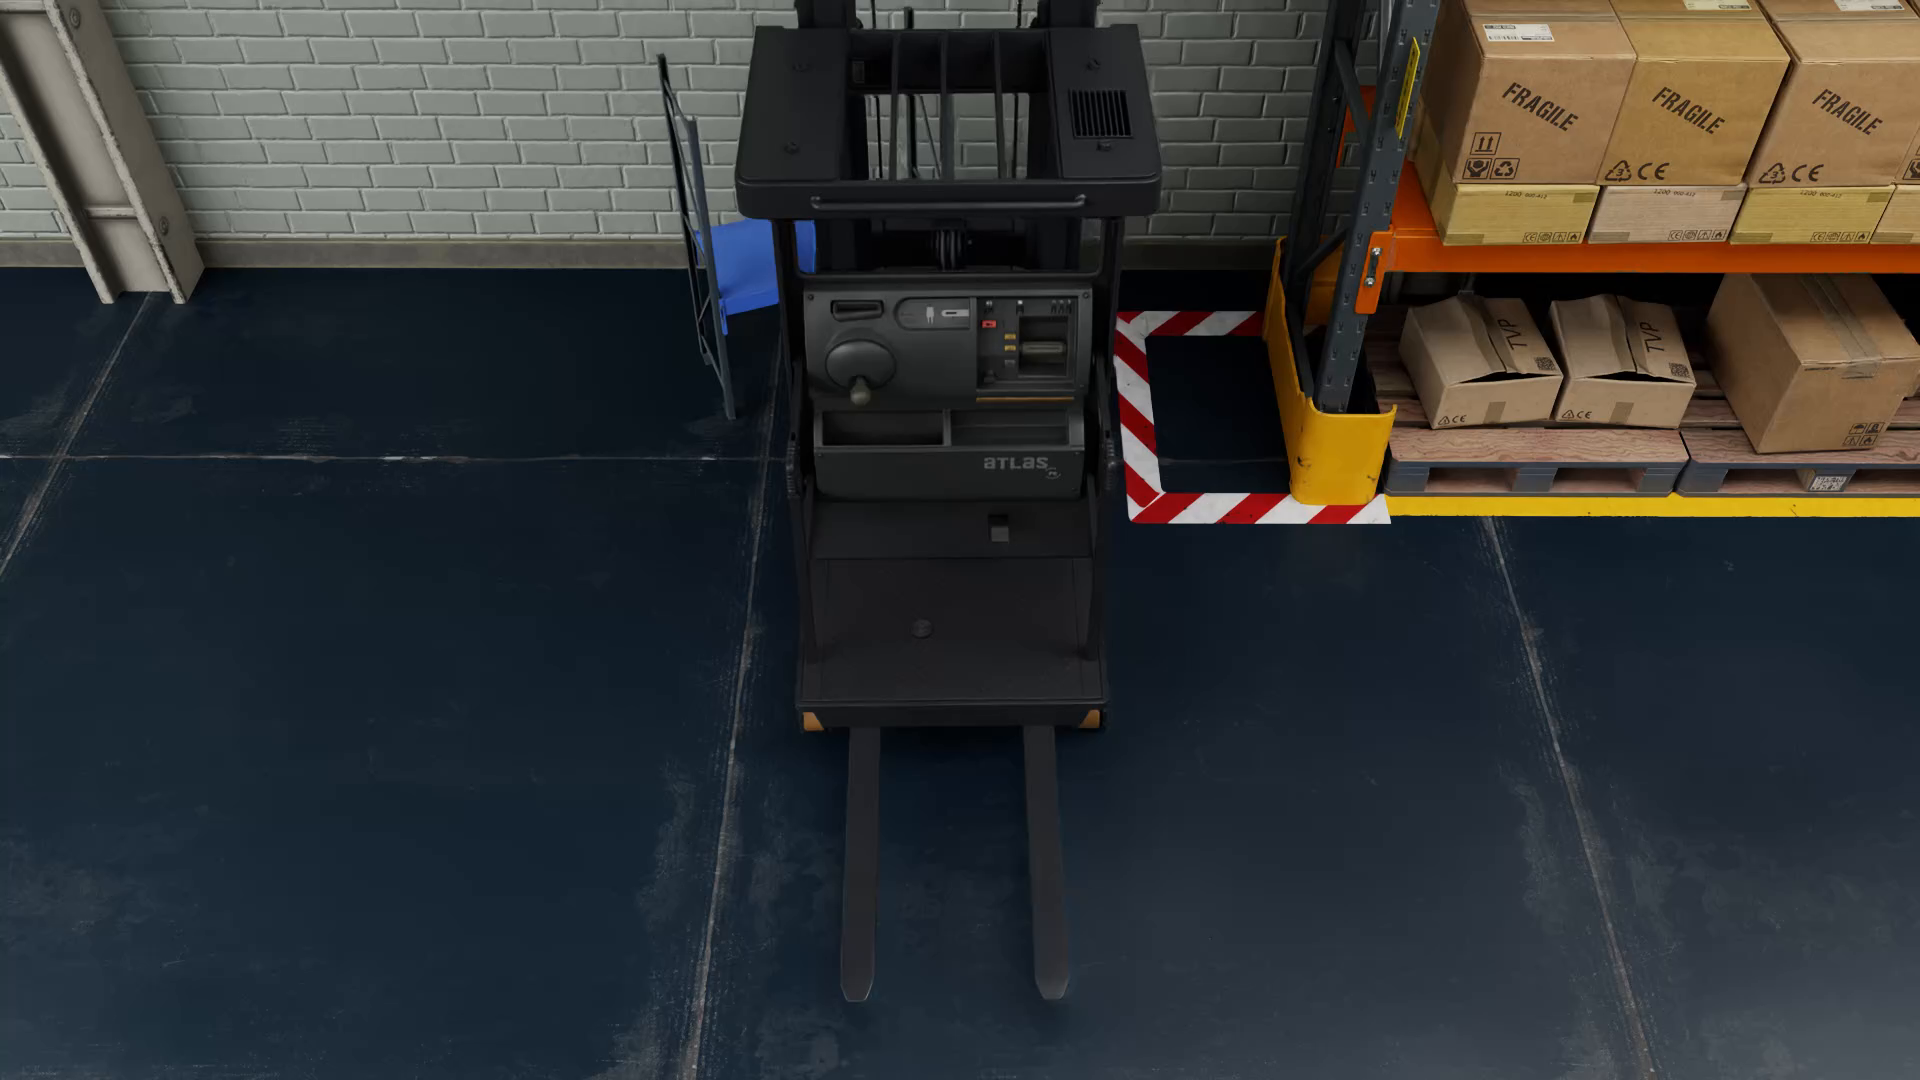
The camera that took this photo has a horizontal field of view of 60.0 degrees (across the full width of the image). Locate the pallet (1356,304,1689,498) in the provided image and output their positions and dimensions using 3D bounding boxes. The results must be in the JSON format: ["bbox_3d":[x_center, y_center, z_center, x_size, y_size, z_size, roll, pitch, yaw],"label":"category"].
[{"bbox_3d":[2.367,-0.616,7.179,1.213,0.211,1.003,0,47,0],"label":"pallet"}]

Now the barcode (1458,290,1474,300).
[{"bbox_3d":[2.190,-1.057,7.214,0.075,0.075,0.001,0,47,0],"label":"barcode"}]

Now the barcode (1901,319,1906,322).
[{"bbox_3d":[4.009,-0.921,7.129,0.075,0.075,0.001,0,47,0],"label":"barcode"}]

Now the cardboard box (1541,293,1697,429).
[{"bbox_3d":[2.741,-0.759,6.944,0.500,0.311,0.500,4,47,3],"label":"cardboard box"}]

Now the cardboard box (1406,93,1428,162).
[{"bbox_3d":[1.947,-1.691,6.364,0.500,0.250,0.500,1,47,1],"label":"cardboard box"}]

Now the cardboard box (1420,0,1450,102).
[{"bbox_3d":[1.951,-1.960,6.102,0.500,0.500,0.500,0,47,0],"label":"cardboard box"}]

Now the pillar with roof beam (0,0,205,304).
[{"bbox_3d":[-3.834,-1.135,1.659,0.400,9.000,9.100,0,47,0],"label":"pillar with roof beam"}]

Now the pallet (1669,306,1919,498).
[{"bbox_3d":[3.584,-0.611,7.174,1.213,0.211,1.003,0,47,0],"label":"pallet"}]

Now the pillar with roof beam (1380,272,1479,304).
[{"bbox_3d":[2.166,-1.119,1.644,0.400,9.000,9.100,0,47,0],"label":"pillar with roof beam"}]

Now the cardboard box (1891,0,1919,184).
[{"bbox_3d":[3.482,-1.577,5.745,0.500,0.500,0.500,1,47,1],"label":"cardboard box"}]

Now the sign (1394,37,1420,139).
[{"bbox_3d":[1.477,-1.493,5.499,0.005,0.325,0.100,0,47,0],"label":"sign"}]

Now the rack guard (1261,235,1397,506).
[{"bbox_3d":[1.555,-0.743,7.100,0.348,0.500,1.175,0,47,0],"label":"rack guard"}]

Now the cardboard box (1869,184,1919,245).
[{"bbox_3d":[3.500,-1.317,6.015,0.500,0.250,0.500,1,47,1],"label":"cardboard box"}]

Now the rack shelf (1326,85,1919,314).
[{"bbox_3d":[3.479,-1.344,6.443,4.000,0.370,1.077,0,47,0],"label":"rack shelf"}]

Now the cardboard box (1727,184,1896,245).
[{"bbox_3d":[2.994,-1.320,6.018,0.500,0.250,0.500,-1,47,0],"label":"cardboard box"}]

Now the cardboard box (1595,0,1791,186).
[{"bbox_3d":[2.449,-1.576,5.744,0.500,0.500,0.500,0,47,0],"label":"cardboard box"}]

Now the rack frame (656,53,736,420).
[{"bbox_3d":[-1.077,-1.206,6.848,0.032,1.500,0.500,-15,49,-14],"label":"rack frame"}]

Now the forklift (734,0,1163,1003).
[{"bbox_3d":[-0.033,-0.536,5.247,1.130,2.935,3.031,0,47,0],"label":"forklift"}]

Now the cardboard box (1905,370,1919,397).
[{"bbox_3d":[3.880,-0.781,7.075,0.250,0.149,0.380,-3,47,-3],"label":"cardboard box"}]

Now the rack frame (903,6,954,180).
[{"bbox_3d":[-0.126,-1.469,7.093,0.032,1.500,0.500,-15,49,-14],"label":"rack frame"}]

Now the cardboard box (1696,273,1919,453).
[{"bbox_3d":[3.474,-0.785,6.839,0.500,0.500,0.700,-3,47,-2],"label":"cardboard box"}]

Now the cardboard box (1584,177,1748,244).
[{"bbox_3d":[2.485,-1.326,6.024,0.500,0.250,0.500,-1,47,-1],"label":"cardboard box"}]

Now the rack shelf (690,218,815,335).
[{"bbox_3d":[-0.602,-1.215,7.102,1.000,0.185,0.538,-15,49,-14],"label":"rack shelf"}]

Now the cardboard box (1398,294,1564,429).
[{"bbox_3d":[2.170,-0.761,6.945,0.500,0.311,0.500,-5,47,-4],"label":"cardboard box"}]

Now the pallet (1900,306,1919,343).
[{"bbox_3d":[4.807,-0.610,7.173,1.213,0.211,1.003,0,47,0],"label":"pallet"}]

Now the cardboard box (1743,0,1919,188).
[{"bbox_3d":[2.966,-1.570,5.739,0.500,0.500,0.500,-1,47,-1],"label":"cardboard box"}]

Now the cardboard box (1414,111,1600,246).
[{"bbox_3d":[1.966,-1.317,6.015,0.500,0.250,0.500,-1,47,-1],"label":"cardboard box"}]

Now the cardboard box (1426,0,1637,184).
[{"bbox_3d":[1.955,-1.585,5.752,0.500,0.500,0.500,0,47,0],"label":"cardboard box"}]

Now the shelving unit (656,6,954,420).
[{"bbox_3d":[-0.602,-1.338,6.970,1.048,1.500,0.538,-15,49,-14],"label":"shelving unit"}]

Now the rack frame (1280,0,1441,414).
[{"bbox_3d":[1.479,-1.595,6.185,0.127,3.000,1.000,0,47,0],"label":"rack frame"}]
